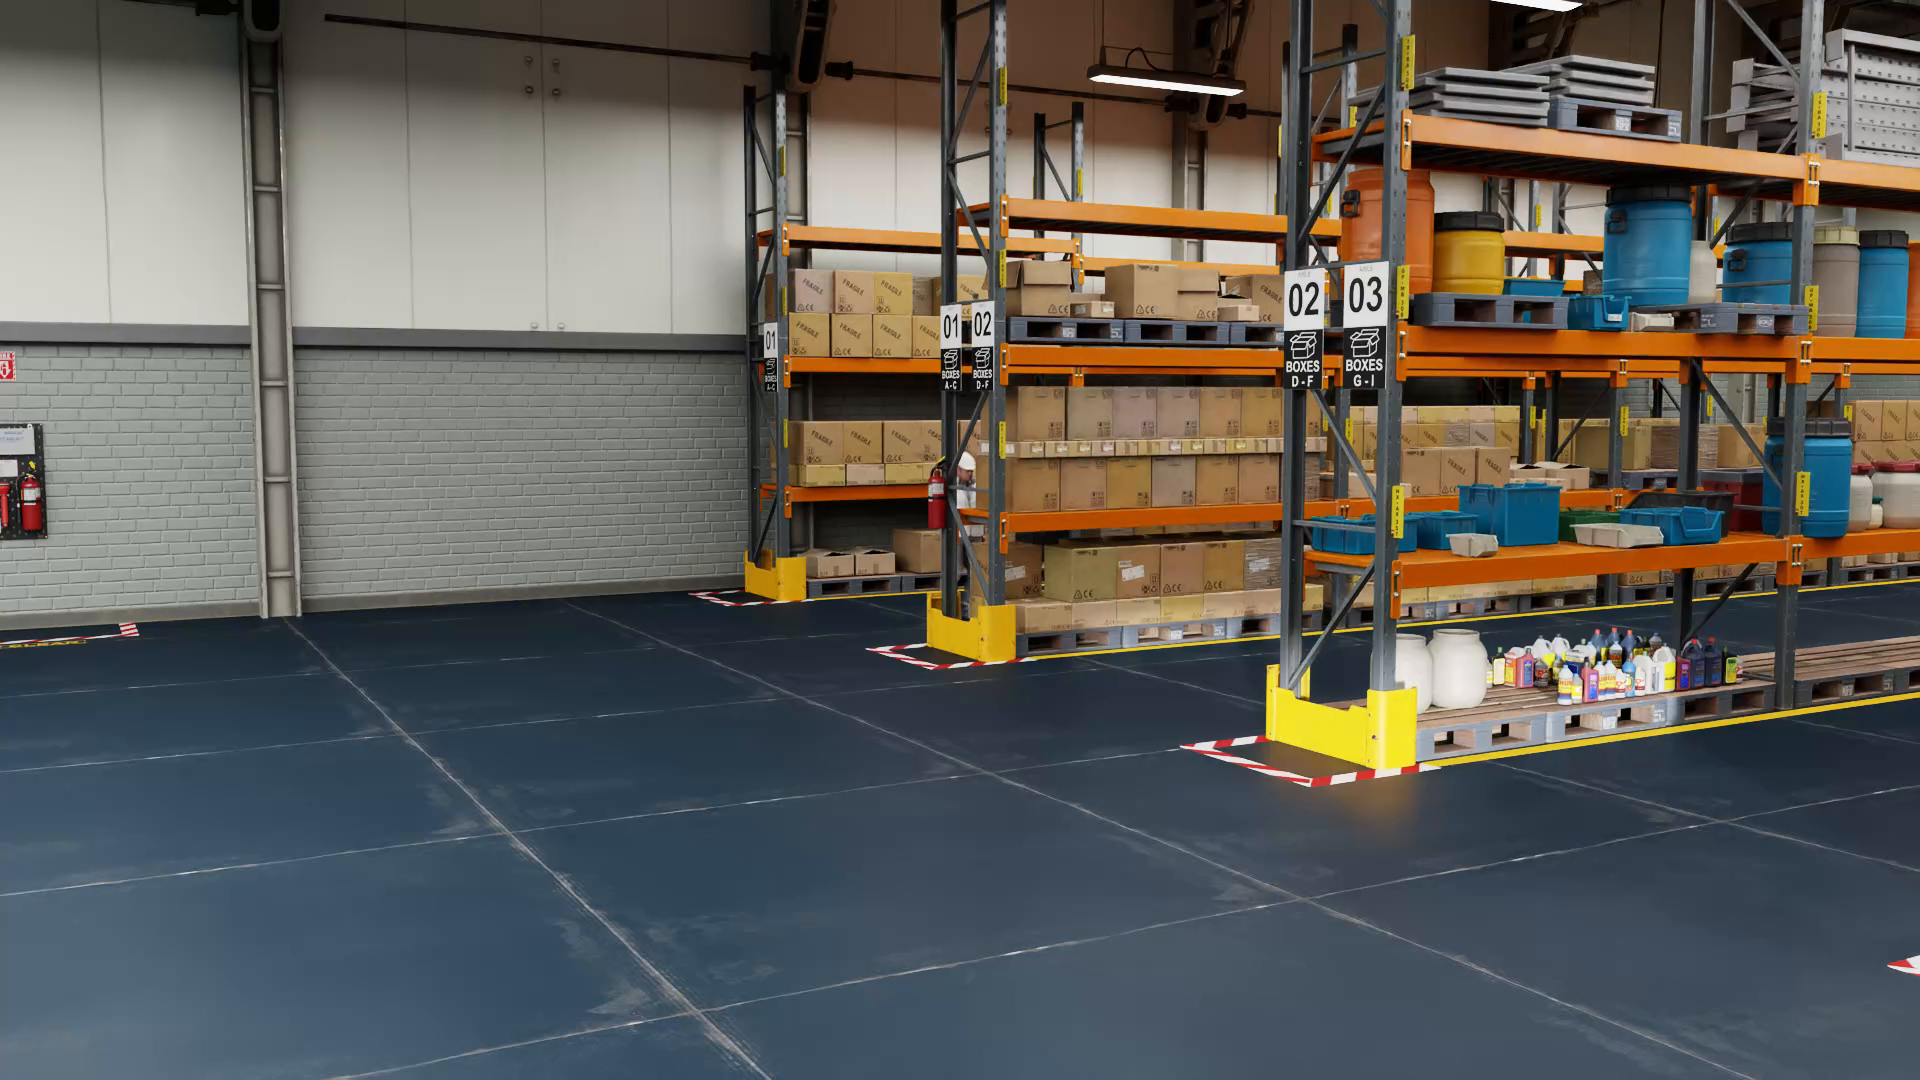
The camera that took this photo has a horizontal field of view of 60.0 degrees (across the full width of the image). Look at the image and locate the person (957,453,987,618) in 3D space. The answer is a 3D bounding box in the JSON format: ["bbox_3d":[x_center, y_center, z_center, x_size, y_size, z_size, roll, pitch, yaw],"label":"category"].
[{"bbox_3d":[0.052,-0.039,17.604,0.533,1.764,0.357,-3,6,-28],"label":"person"}]
